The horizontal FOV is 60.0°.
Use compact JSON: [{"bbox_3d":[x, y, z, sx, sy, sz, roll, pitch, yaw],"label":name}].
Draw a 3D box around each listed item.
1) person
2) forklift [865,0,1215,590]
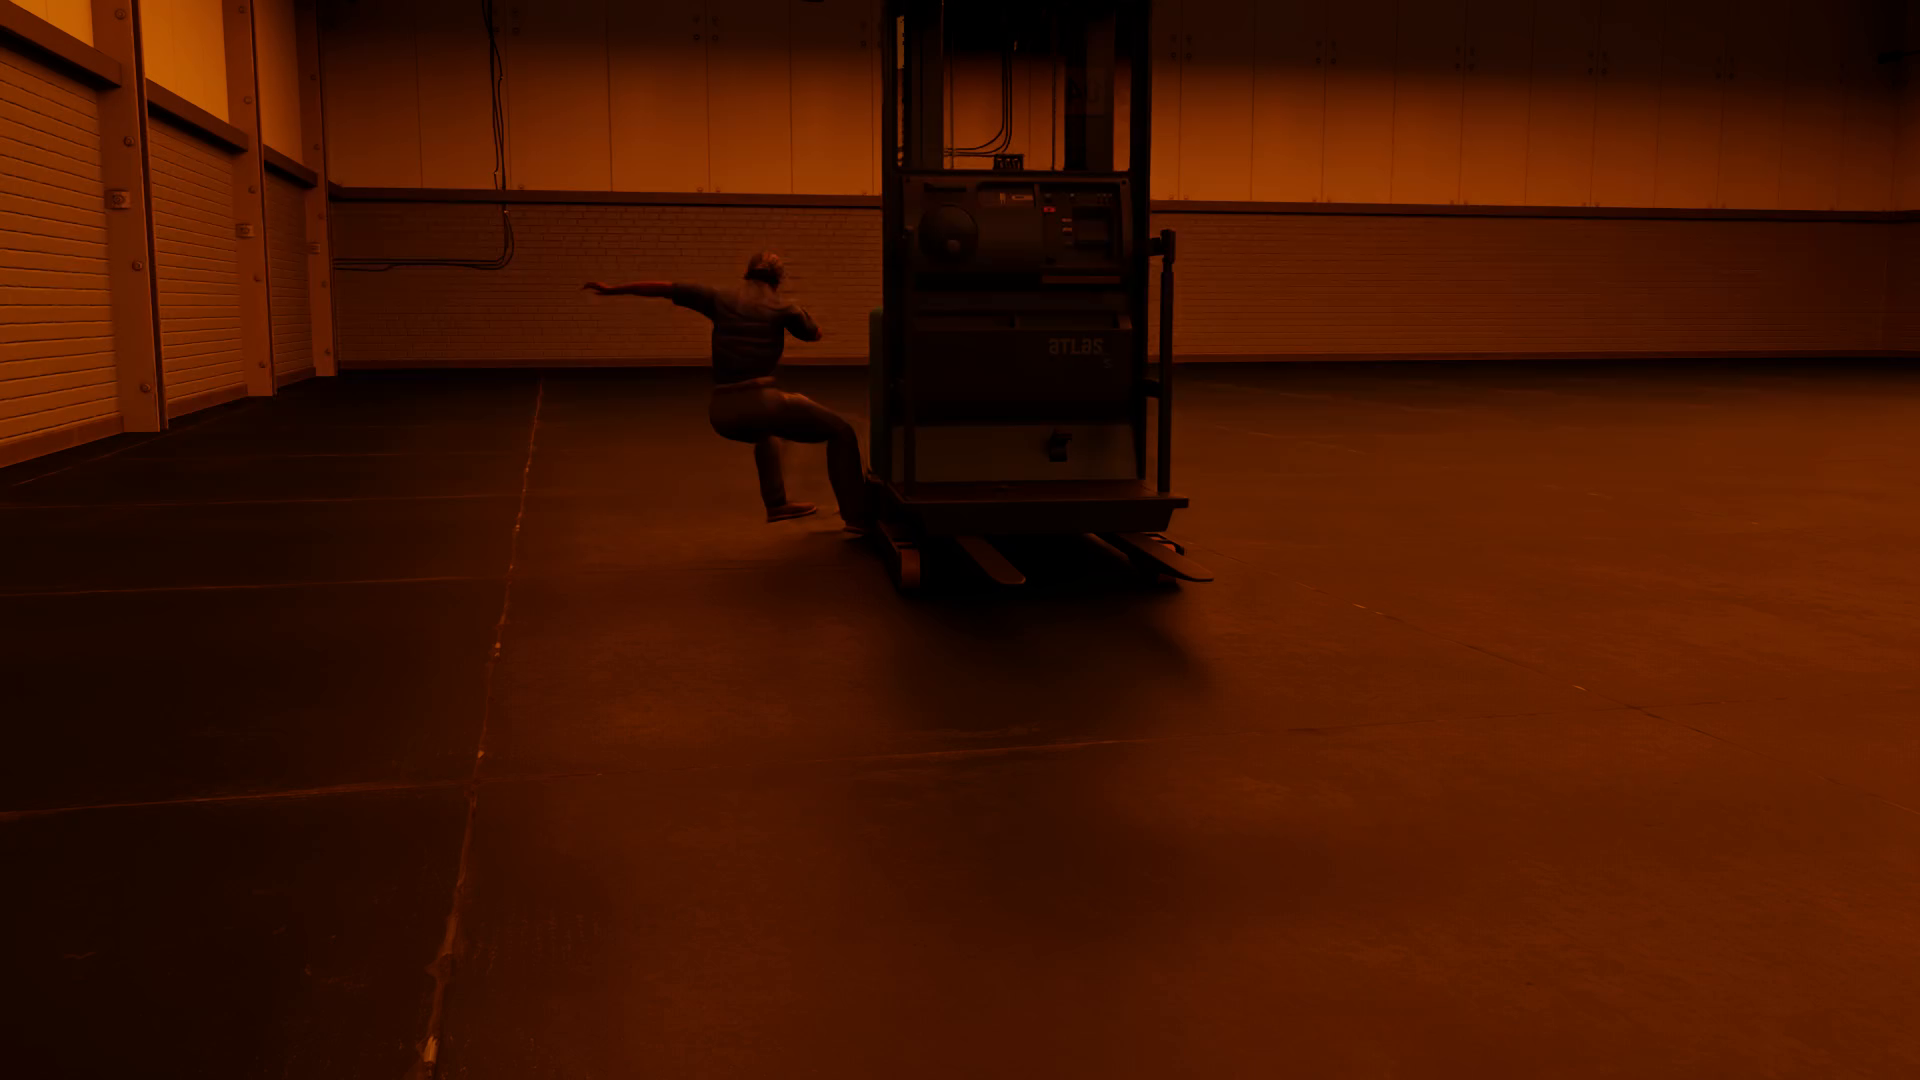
[{"bbox_3d":[-1.028,-0.667,7.758,1.410,1.346,0.681,2,8,13],"label":"person"},{"bbox_3d":[0.263,-1.309,6.488,1.130,2.935,3.031,-1,8,-8],"label":"forklift"}]
